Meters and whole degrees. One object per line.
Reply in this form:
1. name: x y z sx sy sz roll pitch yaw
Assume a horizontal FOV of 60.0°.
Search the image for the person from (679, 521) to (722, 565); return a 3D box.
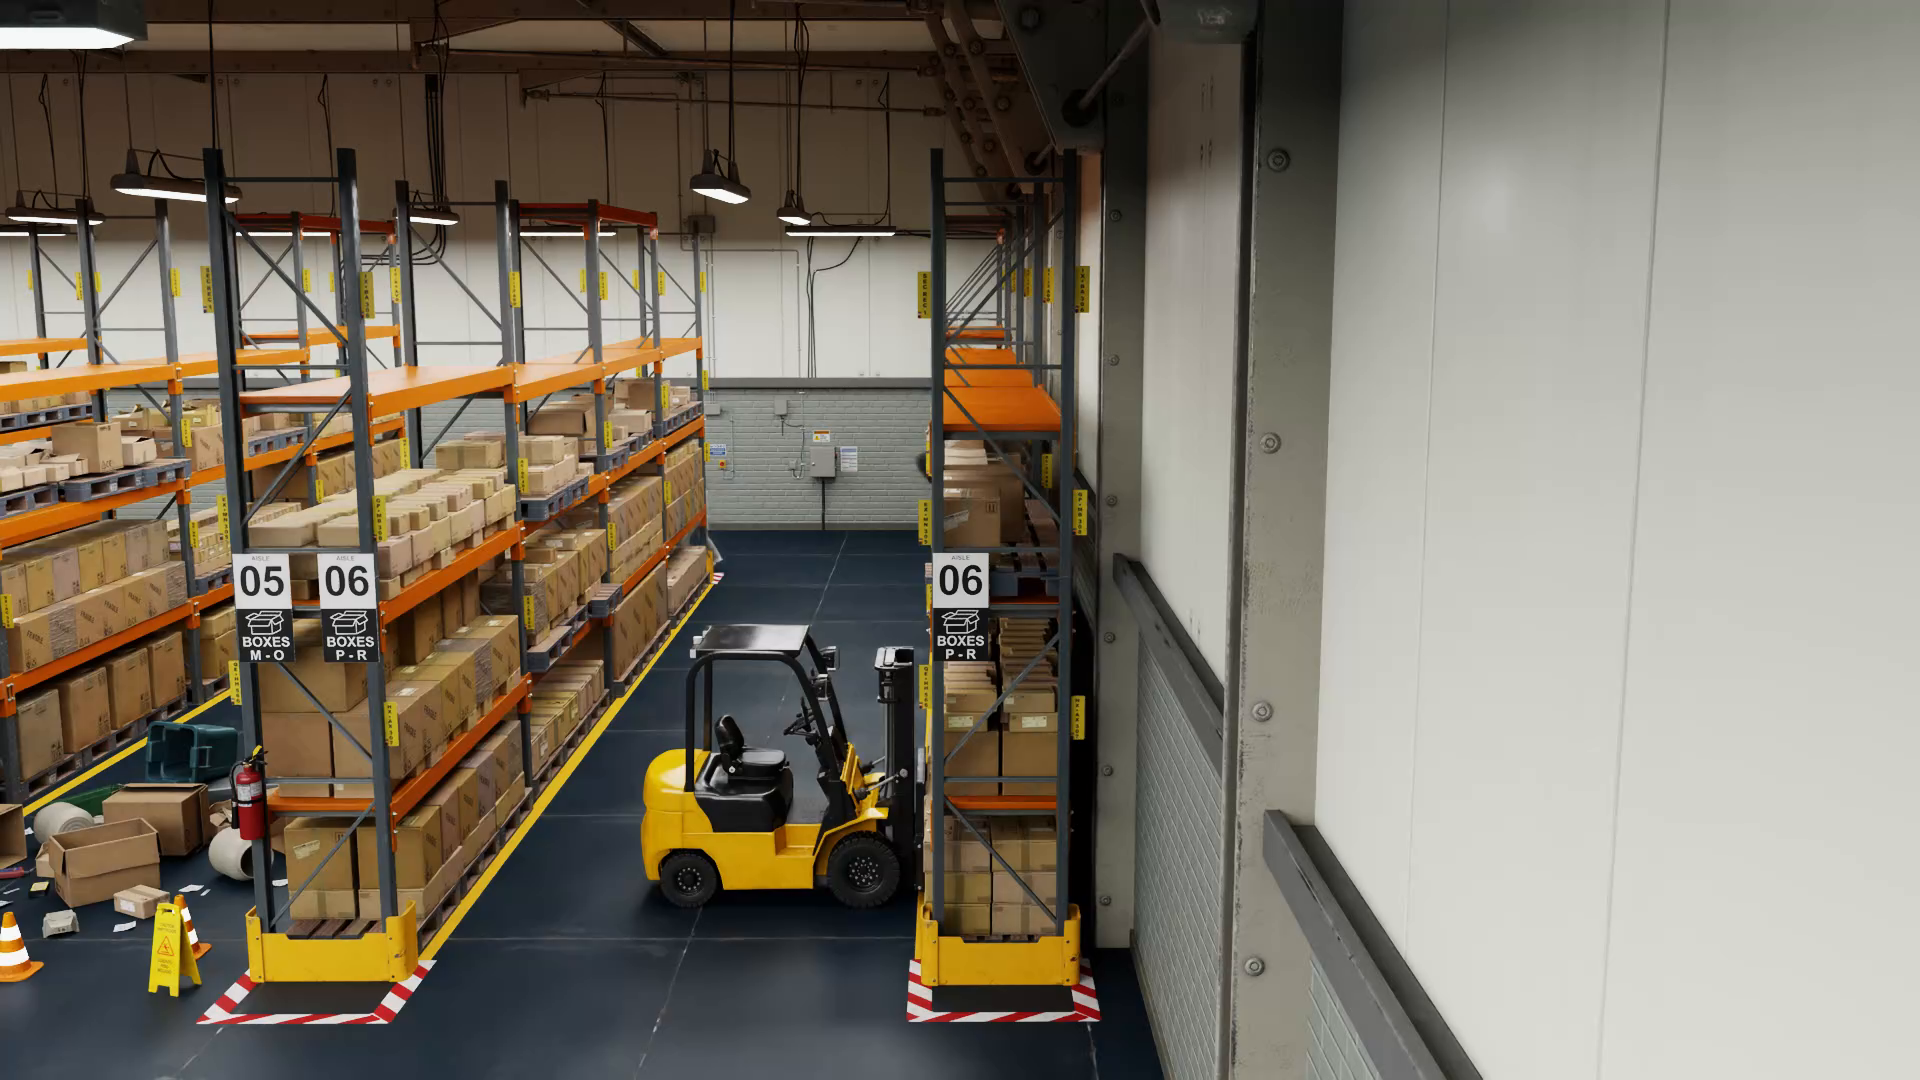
1. person: -4.640 -0.331 29.054 0.901 1.667 0.538 2 9 11
